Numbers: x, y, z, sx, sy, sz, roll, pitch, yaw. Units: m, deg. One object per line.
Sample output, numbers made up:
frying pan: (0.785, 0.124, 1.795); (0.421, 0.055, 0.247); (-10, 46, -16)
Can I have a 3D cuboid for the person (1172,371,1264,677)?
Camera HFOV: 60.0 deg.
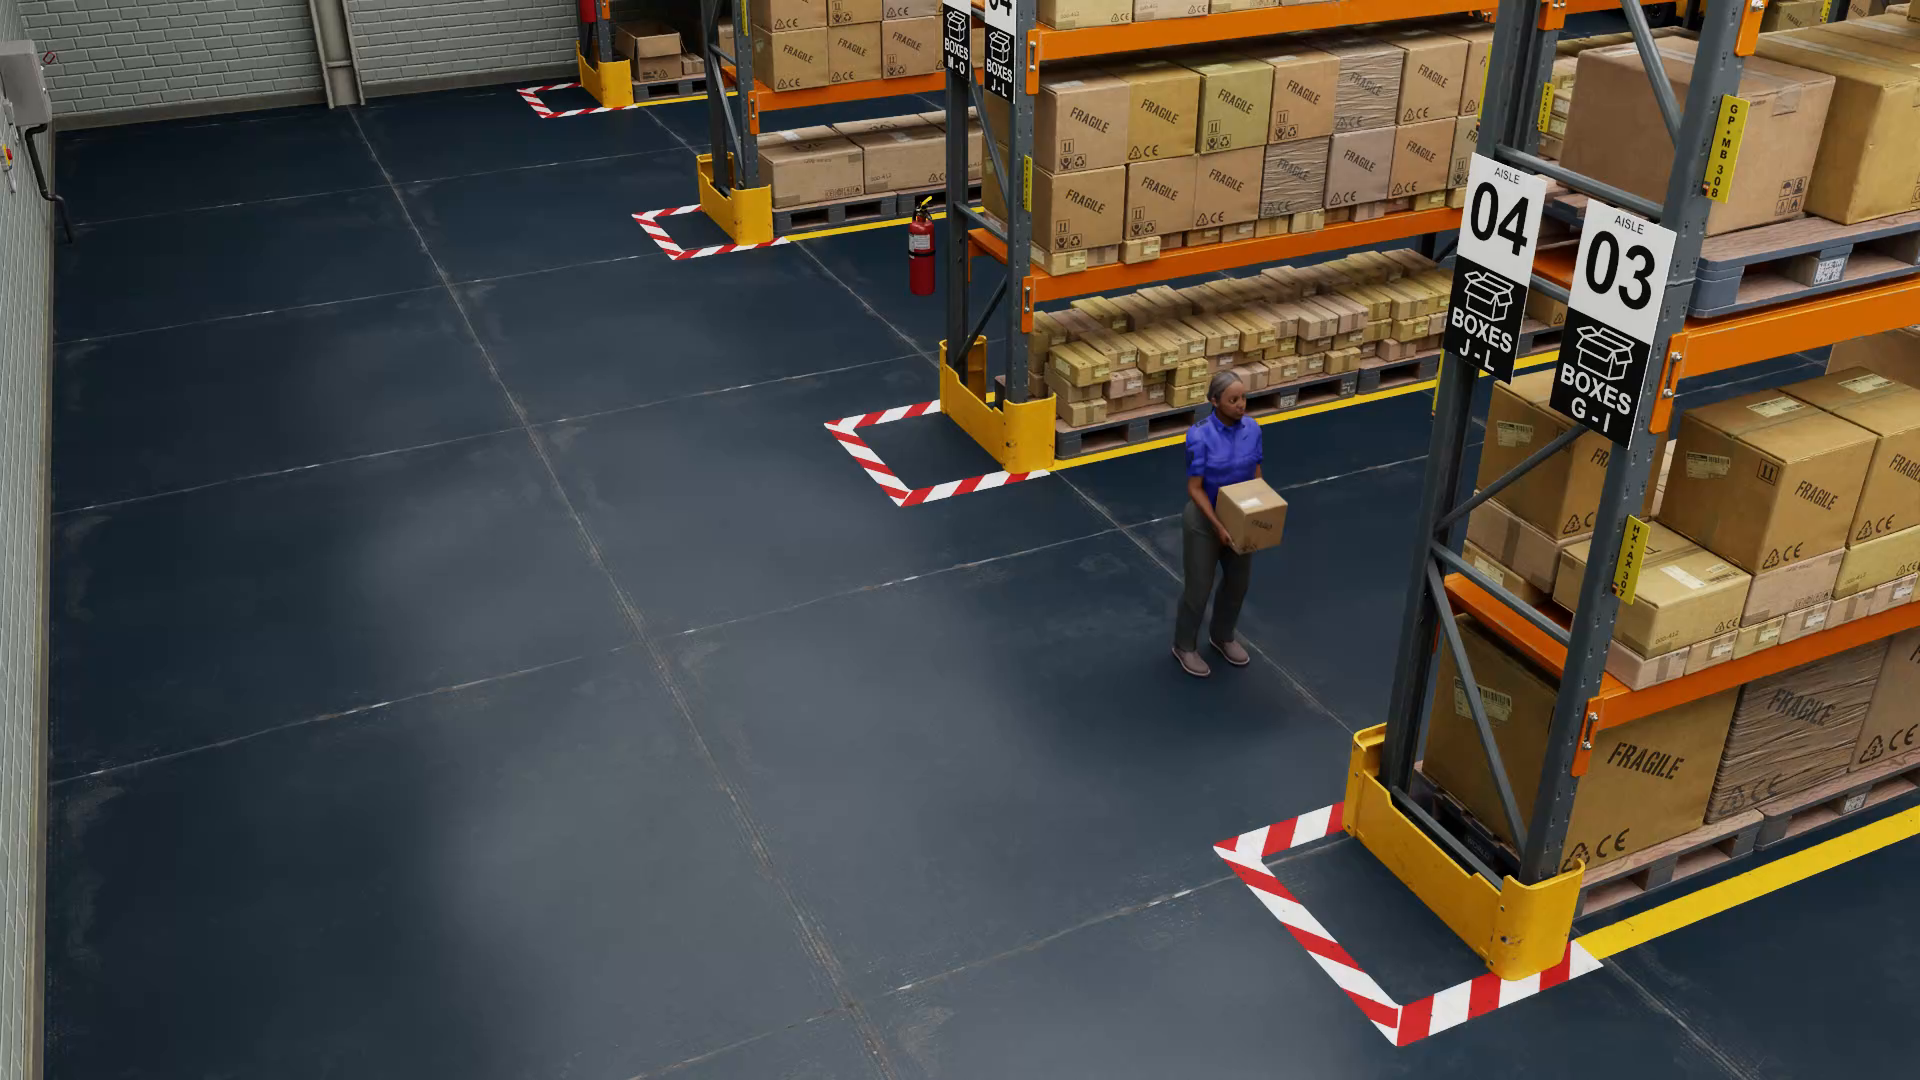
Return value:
person: (1.375, -0.049, 8.546); (0.450, 1.646, 0.523); (-13, 32, -21)
